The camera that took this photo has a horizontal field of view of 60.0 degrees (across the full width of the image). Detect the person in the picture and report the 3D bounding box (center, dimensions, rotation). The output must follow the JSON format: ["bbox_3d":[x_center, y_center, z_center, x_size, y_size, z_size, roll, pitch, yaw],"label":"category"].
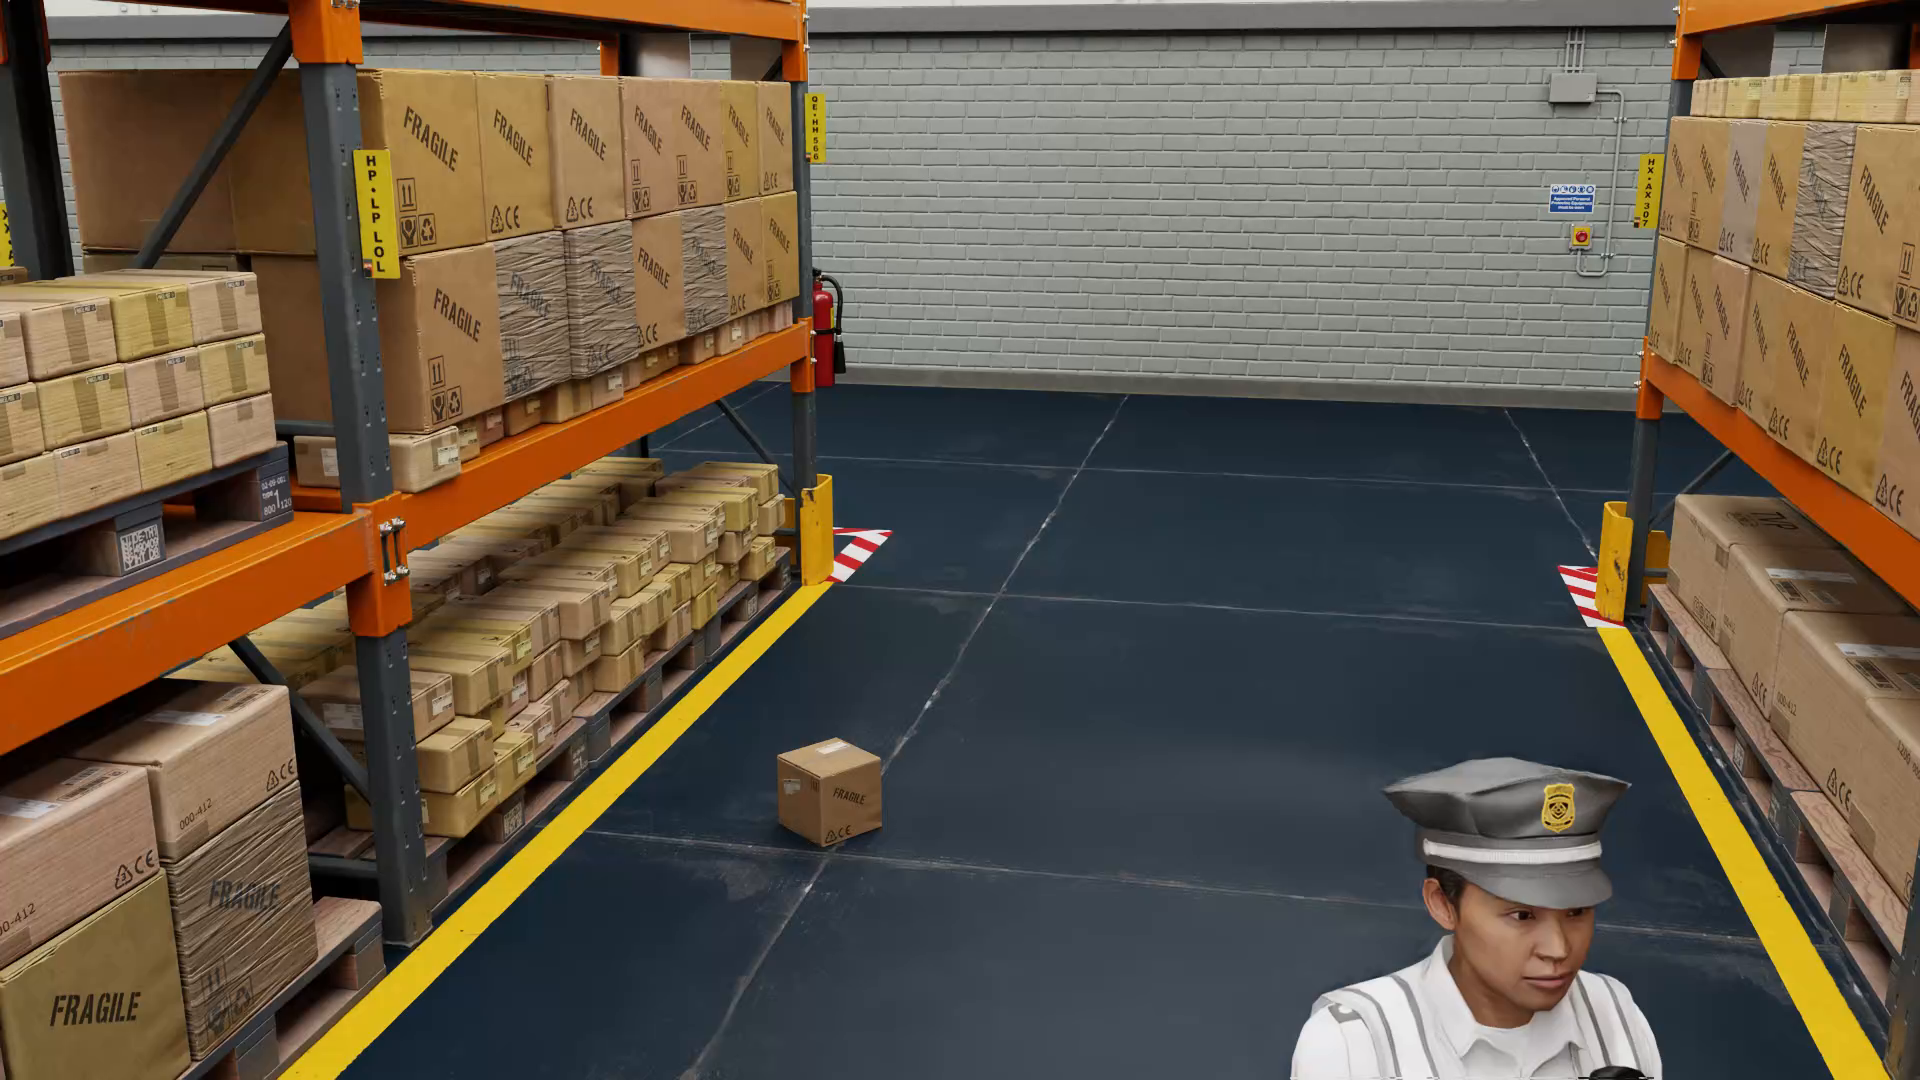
[{"bbox_3d":[0.592,1.037,1.952,0.492,1.681,0.454,-3,15,-11],"label":"person"}]
